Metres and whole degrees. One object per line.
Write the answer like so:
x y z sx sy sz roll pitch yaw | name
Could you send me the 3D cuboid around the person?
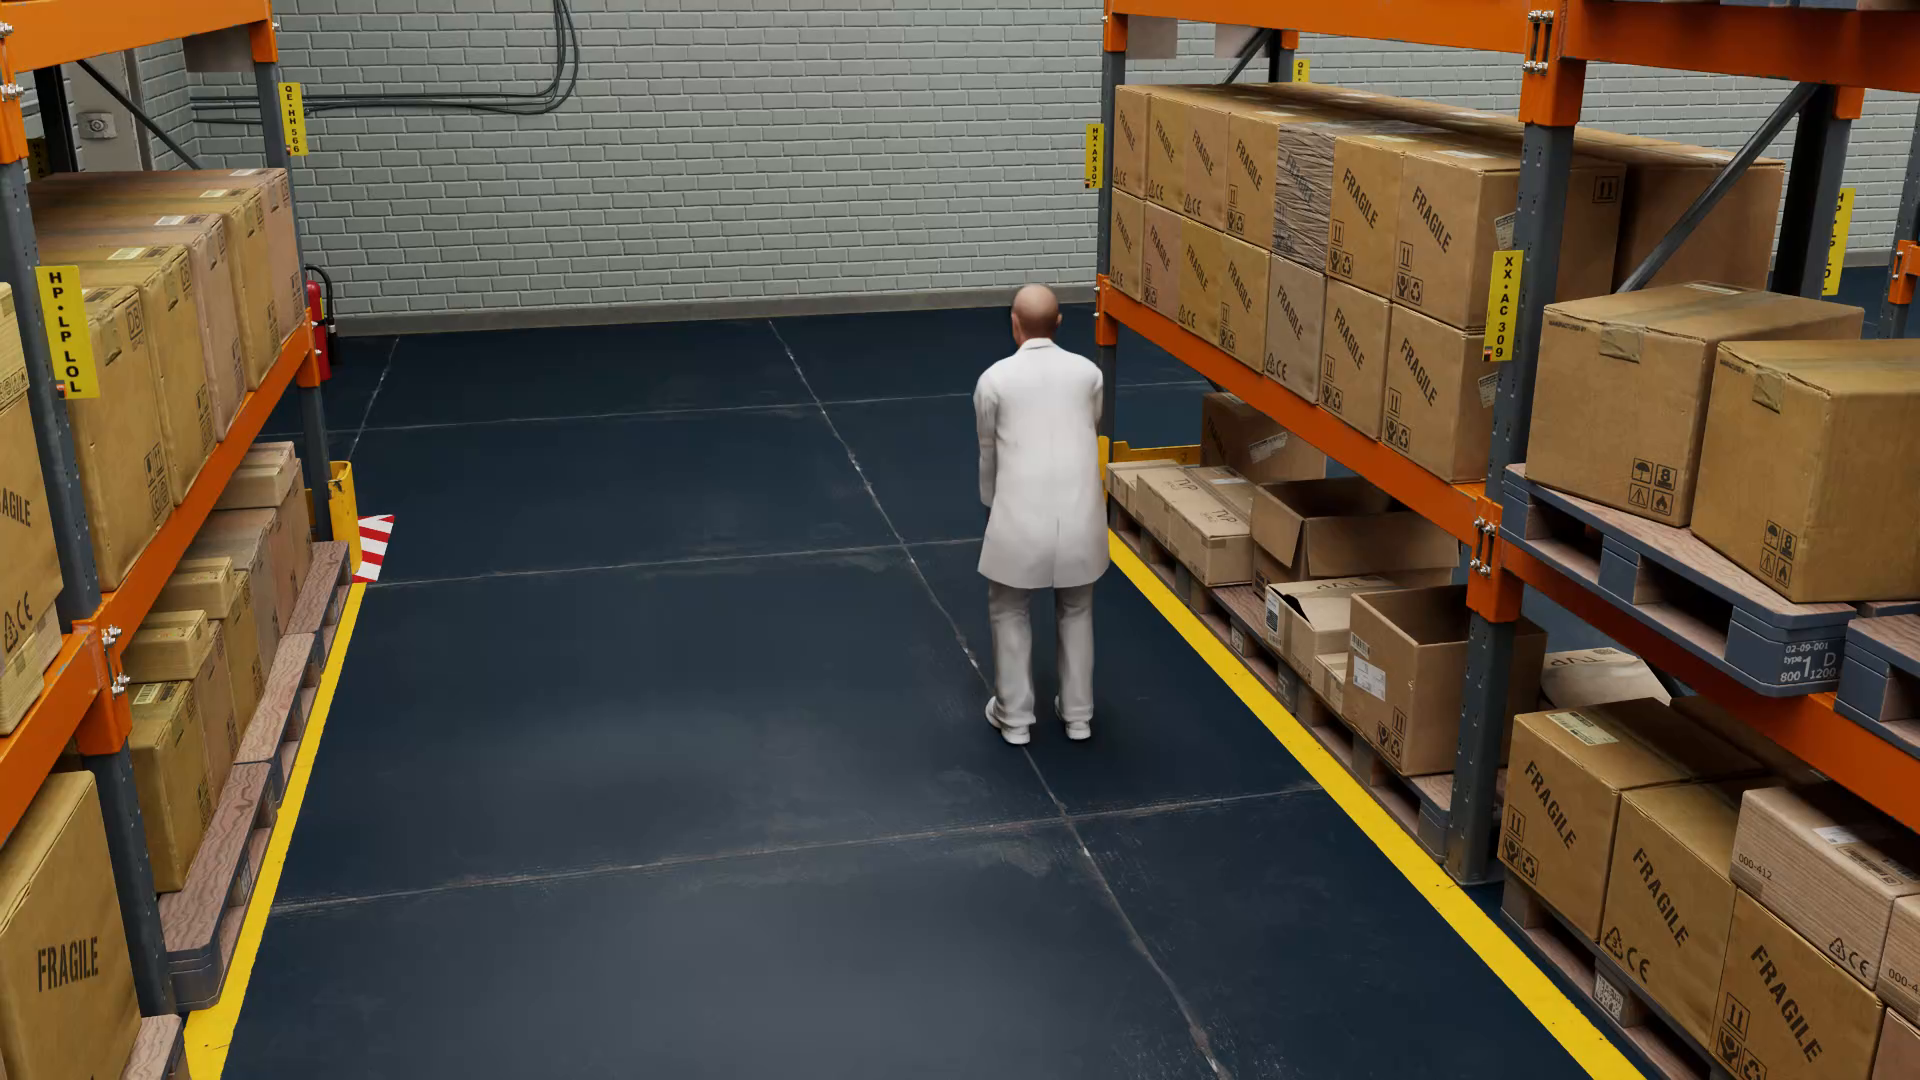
0.308 -0.110 6.443 0.531 1.760 0.592 -4 20 -10 | person
